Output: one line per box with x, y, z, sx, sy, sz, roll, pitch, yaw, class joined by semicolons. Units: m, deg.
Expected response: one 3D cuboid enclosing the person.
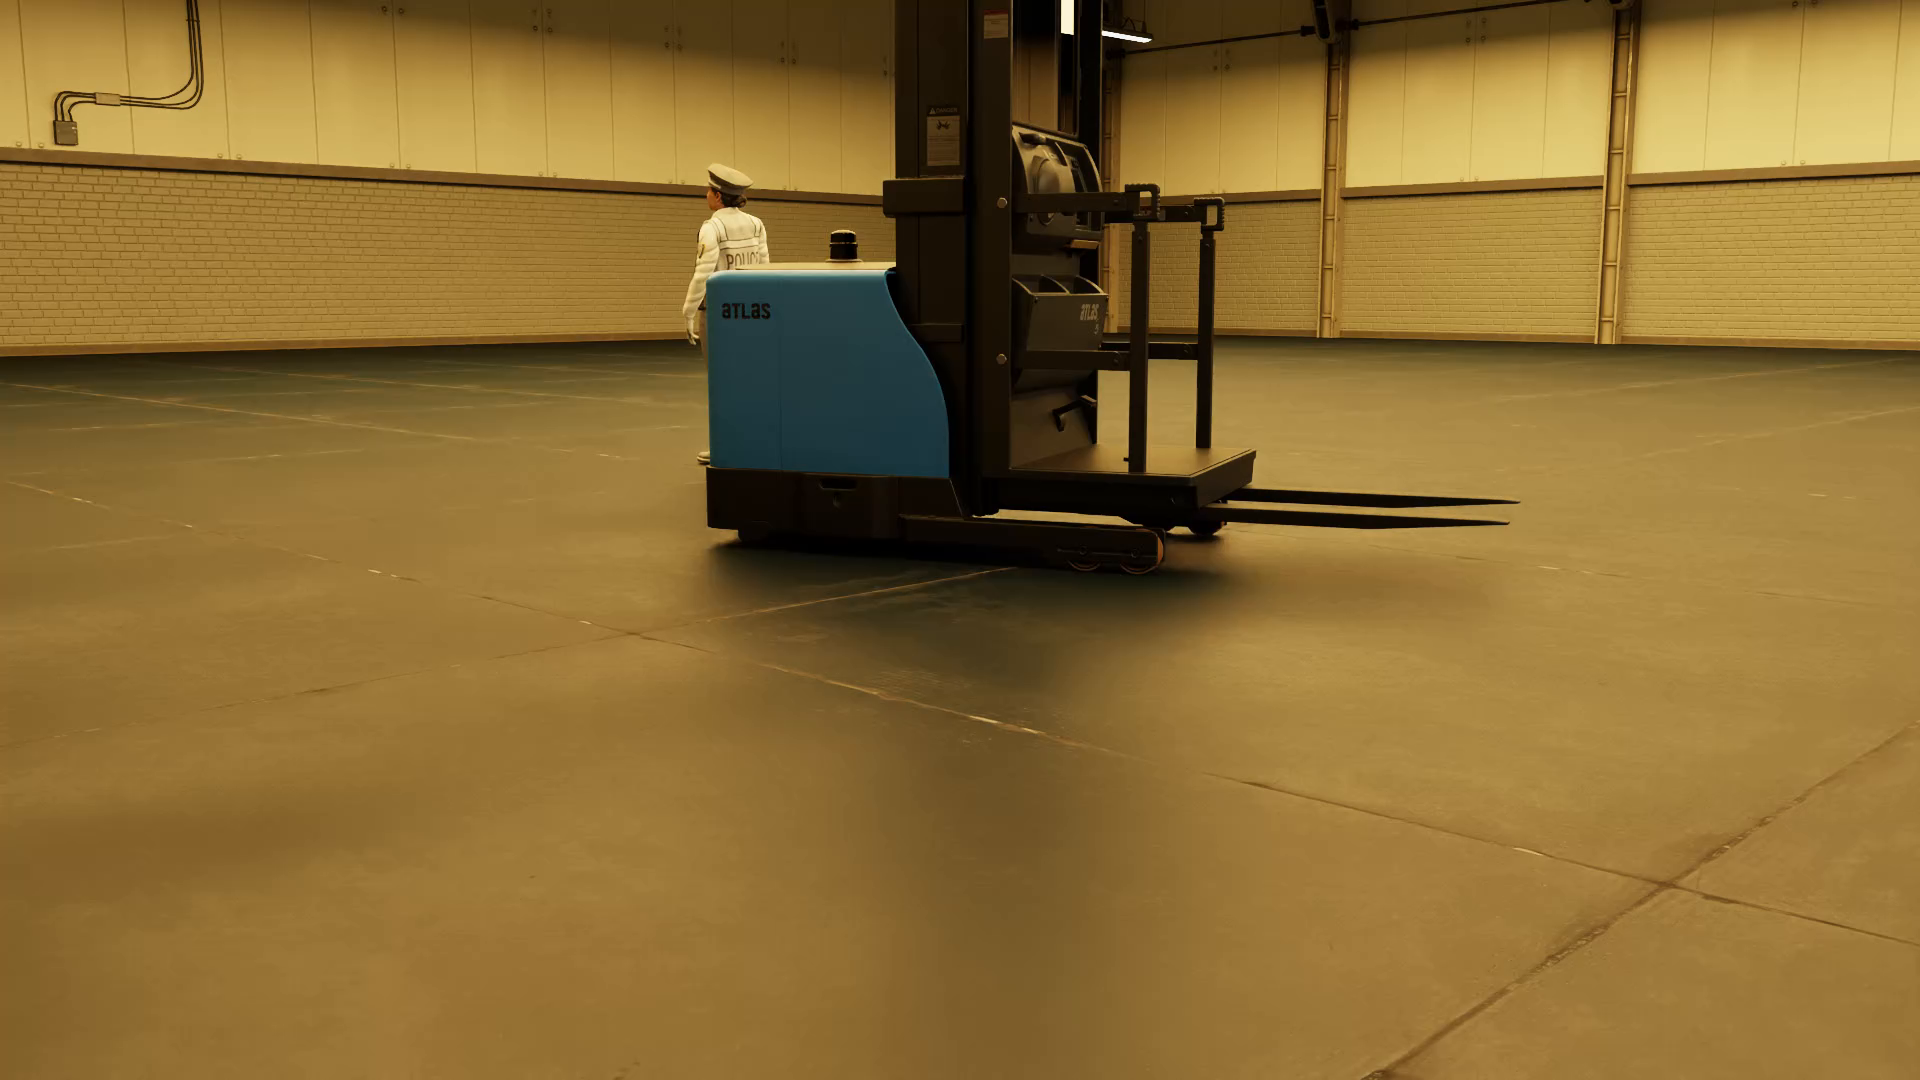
-1.378;-1.288;9.531;0.531;1.694;0.586;7;11;39;person

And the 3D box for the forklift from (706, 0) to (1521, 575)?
0.565;-1.416;6.275;3.031;2.935;1.130;3;9;22;forklift
